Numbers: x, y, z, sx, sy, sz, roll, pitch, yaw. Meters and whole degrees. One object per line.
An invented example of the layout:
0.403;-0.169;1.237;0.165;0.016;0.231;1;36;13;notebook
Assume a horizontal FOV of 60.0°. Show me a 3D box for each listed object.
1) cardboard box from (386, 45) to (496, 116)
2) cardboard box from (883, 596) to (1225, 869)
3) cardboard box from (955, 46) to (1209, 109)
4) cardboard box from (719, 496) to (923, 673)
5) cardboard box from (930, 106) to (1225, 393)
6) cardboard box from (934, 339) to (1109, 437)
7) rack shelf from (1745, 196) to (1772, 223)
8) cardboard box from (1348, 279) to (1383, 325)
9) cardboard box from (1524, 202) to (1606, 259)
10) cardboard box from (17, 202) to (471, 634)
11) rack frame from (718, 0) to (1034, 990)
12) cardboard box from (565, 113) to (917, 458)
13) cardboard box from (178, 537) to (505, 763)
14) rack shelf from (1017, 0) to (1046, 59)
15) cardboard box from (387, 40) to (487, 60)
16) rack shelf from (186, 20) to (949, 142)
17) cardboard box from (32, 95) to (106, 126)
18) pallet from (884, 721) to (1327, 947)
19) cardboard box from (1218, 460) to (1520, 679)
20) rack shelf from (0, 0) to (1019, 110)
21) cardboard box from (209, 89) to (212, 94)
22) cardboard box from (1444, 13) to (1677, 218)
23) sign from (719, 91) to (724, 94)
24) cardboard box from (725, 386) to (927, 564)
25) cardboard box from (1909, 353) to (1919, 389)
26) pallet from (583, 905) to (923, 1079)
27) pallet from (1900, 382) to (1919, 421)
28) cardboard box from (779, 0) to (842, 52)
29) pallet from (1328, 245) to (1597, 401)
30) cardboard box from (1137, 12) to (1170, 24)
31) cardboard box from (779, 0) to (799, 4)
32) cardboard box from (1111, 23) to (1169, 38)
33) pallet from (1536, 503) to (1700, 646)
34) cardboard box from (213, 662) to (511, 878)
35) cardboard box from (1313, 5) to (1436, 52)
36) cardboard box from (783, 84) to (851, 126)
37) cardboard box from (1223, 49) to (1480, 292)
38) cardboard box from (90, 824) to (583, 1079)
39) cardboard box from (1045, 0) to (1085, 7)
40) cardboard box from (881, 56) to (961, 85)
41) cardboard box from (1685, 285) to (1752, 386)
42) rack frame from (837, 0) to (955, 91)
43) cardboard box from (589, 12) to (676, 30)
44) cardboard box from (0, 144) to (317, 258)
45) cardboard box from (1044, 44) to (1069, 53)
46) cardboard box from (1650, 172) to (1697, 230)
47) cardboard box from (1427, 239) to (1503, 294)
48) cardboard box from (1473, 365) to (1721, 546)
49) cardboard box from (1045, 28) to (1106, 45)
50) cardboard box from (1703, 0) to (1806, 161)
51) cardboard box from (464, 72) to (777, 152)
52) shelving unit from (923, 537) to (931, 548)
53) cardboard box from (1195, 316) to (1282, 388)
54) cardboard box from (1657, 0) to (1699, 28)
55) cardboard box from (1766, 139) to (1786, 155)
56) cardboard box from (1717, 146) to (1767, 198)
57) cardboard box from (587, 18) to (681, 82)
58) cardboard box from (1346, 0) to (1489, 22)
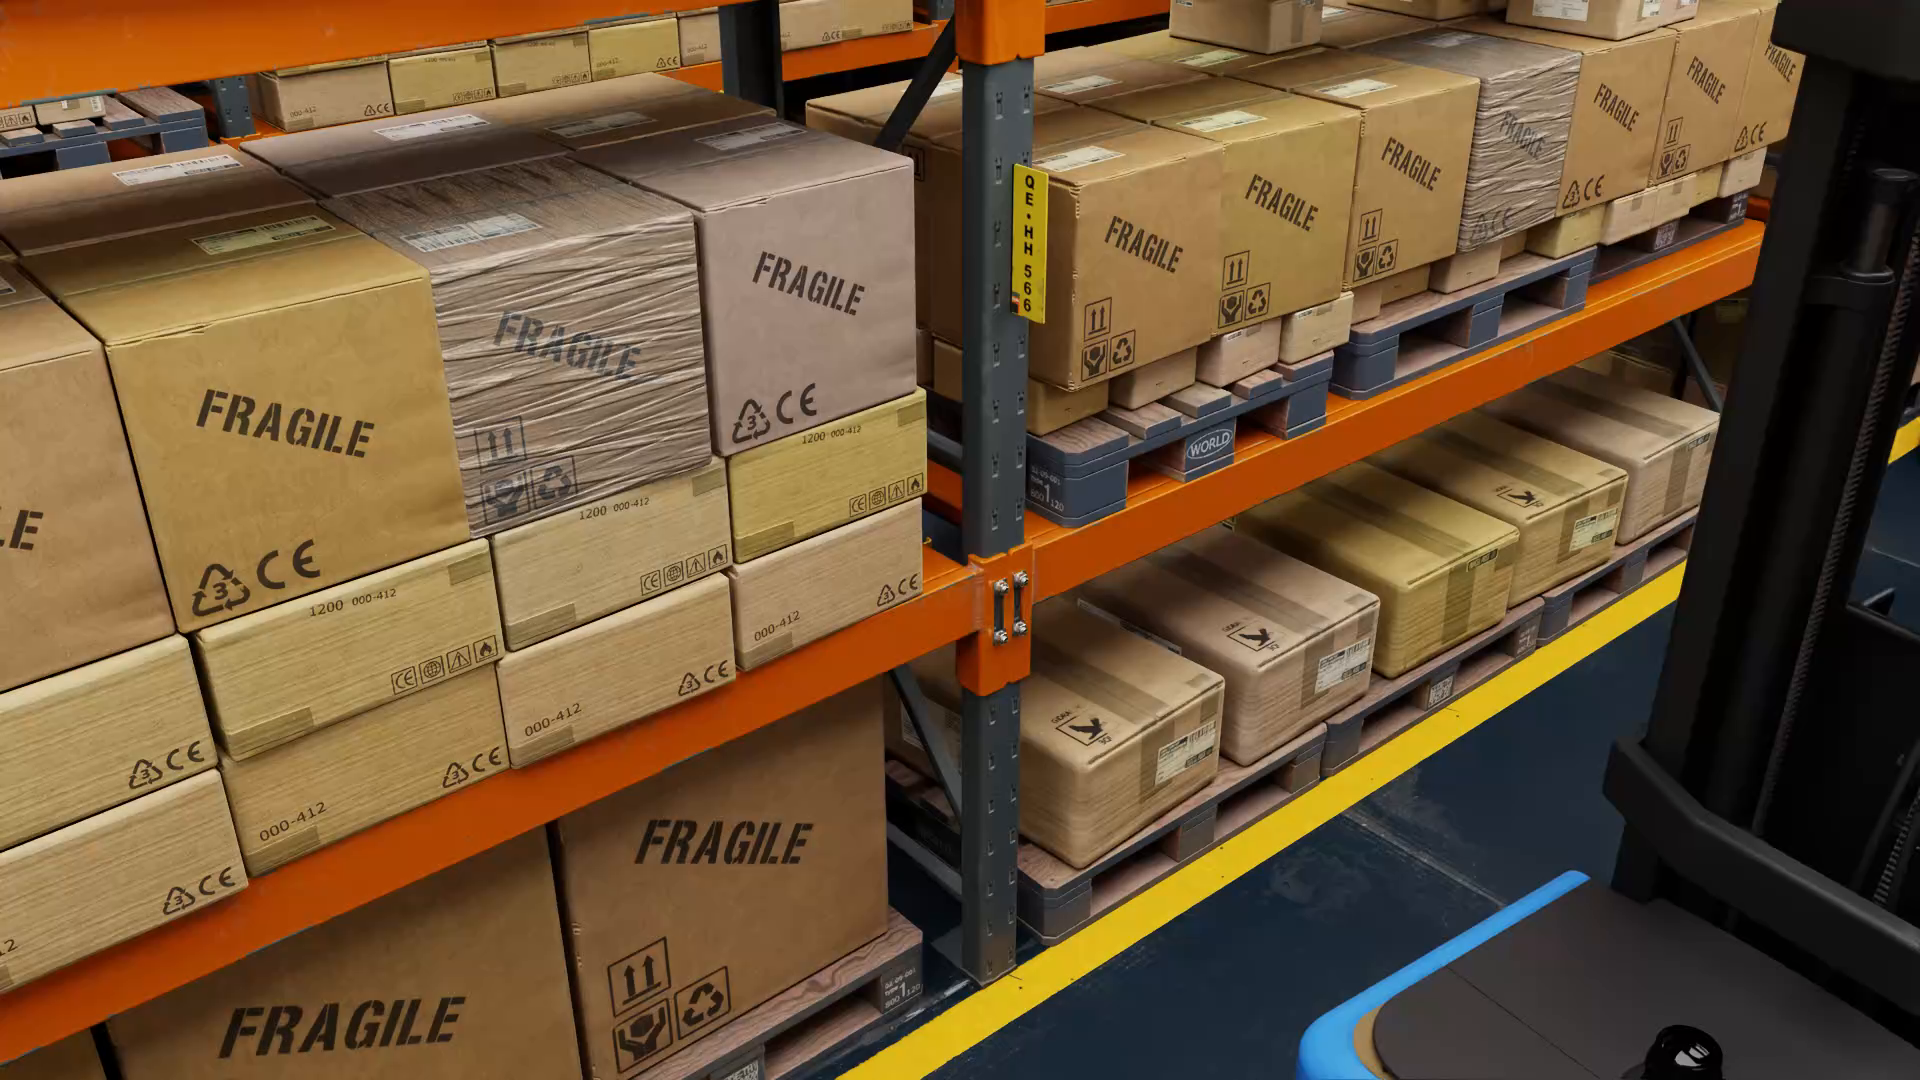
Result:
-2.559;-2.221;7.883;0.500;0.250;0.500;-23;36;-36;cardboard box
0.220;0.496;4.982;0.625;0.372;0.950;-25;37;-38;cardboard box
0.335;-1.070;4.702;0.500;0.500;0.500;-23;35;-36;cardboard box
-0.433;0.006;3.716;0.500;0.250;0.500;-23;36;-37;cardboard box
0.276;-0.724;4.054;0.500;0.500;0.500;-23;36;-36;cardboard box
0.151;-0.416;4.166;0.250;0.149;0.380;-24;37;-38;cardboard box
4.348;-1.827;7.749;4.000;0.370;1.077;-22;35;-35;rack shelf
0.982;-0.736;4.765;0.250;0.149;0.380;-20;34;-32;cardboard box
1.829;-1.043;5.340;0.250;0.149;0.380;-22;35;-35;cardboard box
-1.207;-0.232;2.835;0.500;0.500;0.500;-22;35;-35;cardboard box
-0.216;-0.308;4.145;0.127;3.000;1.000;-22;35;-35;rack frame
-0.440;-0.541;3.414;0.500;0.500;0.500;-23;36;-36;cardboard box
-1.184;0.099;3.012;0.500;0.250;0.500;-23;36;-36;cardboard box
1.305;-1.926;4.752;4.000;0.370;1.077;-22;35;-35;rack shelf
-2.563;-2.442;7.766;0.500;0.250;0.500;-21;34;-33;cardboard box
-1.919;-2.382;8.787;4.000;0.370;1.077;-22;35;-35;rack shelf
-3.692;-1.823;6.800;0.250;0.149;0.380;-21;35;-34;cardboard box
0.379;0.683;5.248;1.213;0.211;1.003;-22;35;-35;pallet
1.357;0.038;5.840;0.625;0.372;0.950;-21;34;-33;cardboard box
-1.738;-0.702;2.462;4.000;0.370;1.077;-22;35;-35;rack shelf
-3.265;-2.250;7.937;0.500;0.250;0.500;-23;36;-36;cardboard box
1.851;-1.361;5.247;0.500;0.500;0.500;-21;34;-33;cardboard box
-0.576;-0.976;4.249;0.005;0.325;0.100;-22;35;-35;sign
-0.420;-0.223;3.614;0.500;0.250;0.500;-22;35;-35;cardboard box
4.251;-0.919;7.759;0.500;0.250;0.500;-22;35;-36;cardboard box
-0.865;1.136;4.401;1.213;0.211;1.003;-22;35;-35;pallet
4.243;-0.895;8.202;1.213;0.211;1.003;-22;35;-35;pallet
-0.990;-2.841;9.042;0.500;0.250;0.500;-22;35;-35;cardboard box
1.263;-0.844;5.350;1.213;0.211;1.003;-22;35;-35;pallet
1.391;-3.565;11.650;0.500;0.250;0.500;-22;35;-35;cardboard box
-0.992;-3.063;8.928;0.500;0.250;0.500;-23;36;-36;cardboard box
1.345;-3.227;11.016;0.500;0.250;0.500;-23;36;-36;cardboard box
2.235;-0.063;6.645;1.213;0.211;1.003;-22;35;-35;pallet
-1.205;0.316;3.136;0.500;0.250;0.500;-22;35;-35;cardboard box
1.134;-1.391;5.303;0.500;0.500;0.500;-24;36;-37;cardboard box
-0.788;-2.285;9.917;0.625;0.625;0.875;-20;34;-33;cardboard box
1.068;-1.050;4.666;0.500;0.500;0.500;-21;35;-34;cardboard box
-1.477;0.896;3.699;0.875;0.875;0.875;-21;35;-34;cardboard box
0.495;-3.562;10.127;0.500;0.500;0.500;-21;35;-34;cardboard box
-0.149;-2.944;10.487;0.500;0.250;0.500;-21;35;-34;cardboard box
3.451;-0.919;6.963;0.500;0.500;0.500;-20;34;-33;cardboard box
-0.398;-3.311;9.762;0.127;3.000;1.000;-22;35;-35;rack frame
-1.781;-2.761;8.363;0.500;0.250;0.500;-21;35;-34;cardboard box
-1.525;-0.422;3.191;0.500;0.500;0.500;-21;34;-34;cardboard box
0.569;-2.912;10.428;0.500;0.250;0.500;-22;35;-35;cardboard box
2.229;-1.184;5.604;0.250;0.149;0.380;-23;35;-36;cardboard box
1.412;-0.893;5.059;0.250;0.149;0.380;-21;34;-33;cardboard box
2.429;-0.397;6.653;0.625;0.372;0.950;-21;35;-34;cardboard box
0.620;-3.254;11.068;0.500;0.250;0.500;-22;35;-35;cardboard box
2.624;-1.669;5.823;0.500;0.500;0.500;-23;36;-36;cardboard box
-0.750;-0.730;3.767;0.500;0.500;0.500;-23;36;-36;cardboard box
0.058;-0.685;6.440;1.083;1.500;0.587;-22;35;-35;shelving unit
0.626;-0.557;4.431;0.250;0.149;0.380;-25;37;-38;cardboard box
2.106;-1.741;5.270;0.250;0.149;0.380;-23;36;-36;cardboard box
3.342;-1.742;6.405;0.500;0.500;0.500;-22;35;-35;cardboard box
2.614;-1.350;5.915;0.250;0.149;0.380;-21;35;-34;cardboard box
-1.776;-2.539;8.478;0.500;0.250;0.500;-21;34;-33;cardboard box
1.480;-1.792;5.366;0.250;0.149;0.380;-20;34;-32;cardboard box
